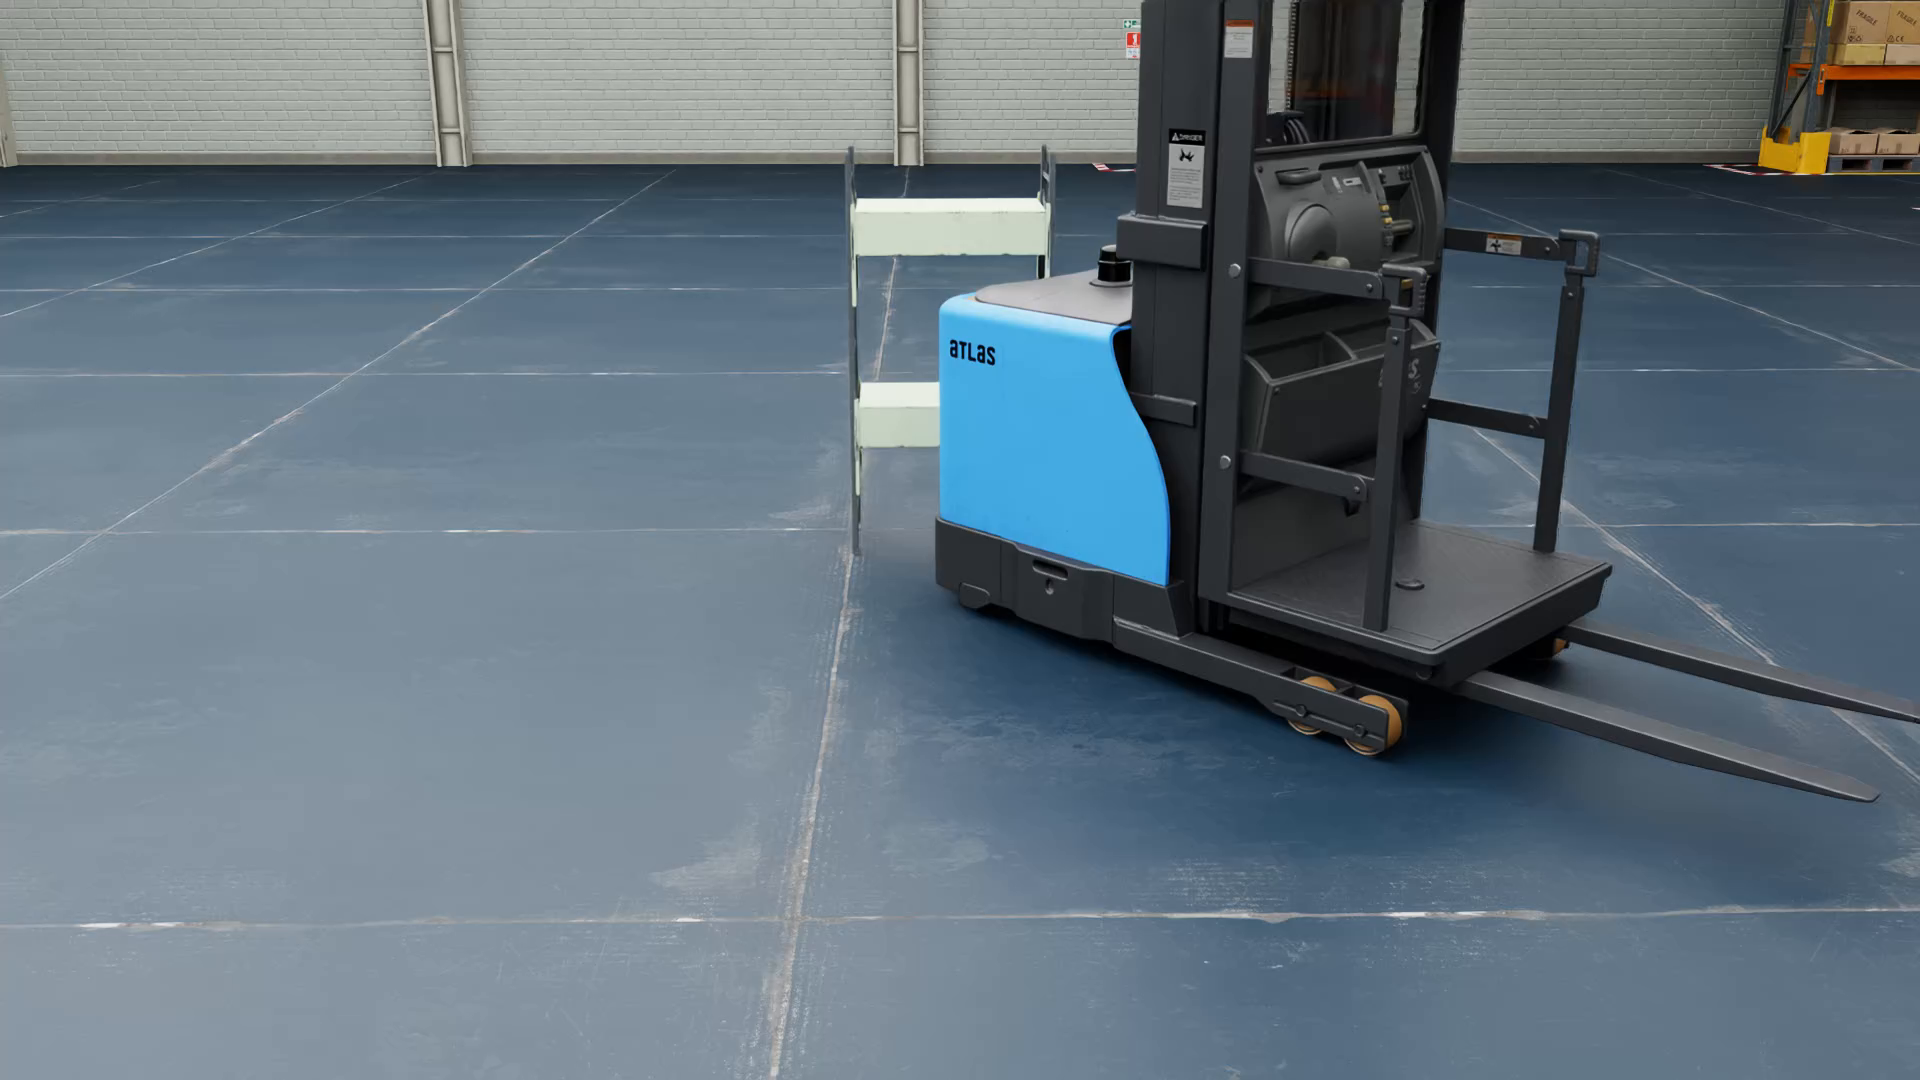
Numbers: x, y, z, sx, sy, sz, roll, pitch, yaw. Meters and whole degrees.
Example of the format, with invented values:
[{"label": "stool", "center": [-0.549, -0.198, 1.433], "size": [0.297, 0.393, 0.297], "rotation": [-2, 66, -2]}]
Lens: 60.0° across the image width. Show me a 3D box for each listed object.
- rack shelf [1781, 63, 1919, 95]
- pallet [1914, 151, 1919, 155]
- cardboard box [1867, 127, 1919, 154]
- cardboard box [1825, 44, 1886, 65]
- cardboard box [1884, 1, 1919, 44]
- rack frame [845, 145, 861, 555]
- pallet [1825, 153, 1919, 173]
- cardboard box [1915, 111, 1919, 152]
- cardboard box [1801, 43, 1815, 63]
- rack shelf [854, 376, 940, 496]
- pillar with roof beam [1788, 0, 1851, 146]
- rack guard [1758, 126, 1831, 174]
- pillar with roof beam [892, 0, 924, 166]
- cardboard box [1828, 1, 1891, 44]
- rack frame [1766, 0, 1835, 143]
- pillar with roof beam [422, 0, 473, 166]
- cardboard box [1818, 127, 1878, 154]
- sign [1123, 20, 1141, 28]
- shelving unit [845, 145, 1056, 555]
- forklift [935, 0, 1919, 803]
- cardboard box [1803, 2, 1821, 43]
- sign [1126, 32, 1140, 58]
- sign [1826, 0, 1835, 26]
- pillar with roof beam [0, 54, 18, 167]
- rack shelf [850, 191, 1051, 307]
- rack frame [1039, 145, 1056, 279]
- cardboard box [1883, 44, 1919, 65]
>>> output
[{"label": "rack shelf", "center": [12.635, -5.873, 21.122], "size": [4.000, 0.370, 1.077], "rotation": [0, 18, -1]}, {"label": "pallet", "center": [12.741, -4.876, 21.403], "size": [1.213, 0.211, 1.003], "rotation": [0, 18, -1]}, {"label": "cardboard box", "center": [11.898, -5.113, 21.258], "size": [0.500, 0.311, 0.500], "rotation": [1, 18, 4]}, {"label": "cardboard box", "center": [11.128, -6.049, 20.707], "size": [0.500, 0.250, 0.500], "rotation": [-1, 18, -2]}, {"label": "cardboard box", "center": [11.611, -6.411, 20.606], "size": [0.500, 0.500, 0.500], "rotation": [0, 18, -1]}, {"label": "rack frame", "center": [-0.406, -0.718, 6.329], "size": [0.023, 1.500, 0.400], "rotation": [-1, 18, -2]}, {"label": "pallet", "center": [11.524, -4.871, 21.387], "size": [1.213, 0.211, 1.003], "rotation": [0, 18, -1]}, {"label": "cardboard box", "center": [12.632, -5.192, 21.193], "size": [0.500, 0.500, 0.700], "rotation": [-1, 18, -4]}, {"label": "cardboard box", "center": [11.099, -6.205, 21.193], "size": [0.500, 0.250, 0.500], "rotation": [0, 18, 0]}, {"label": "rack shelf", "center": [-0.040, -0.411, 6.441], "size": [0.720, 0.370, 0.431], "rotation": [-1, 18, -2]}, {"label": "pillar with roof beam", "center": [11.389, -8.015, 16.801], "size": [0.400, 9.000, 9.100], "rotation": [0, 18, -1]}, {"label": "rack guard", "center": [10.711, -5.016, 21.365], "size": [0.348, 0.500, 1.175], "rotation": [0, 18, -1]}, {"label": "pillar with roof beam", "center": [-0.609, -7.957, 16.620], "size": [0.400, 9.000, 9.100], "rotation": [0, 18, -1]}, {"label": "cardboard box", "center": [11.117, -6.411, 20.608], "size": [0.500, 0.500, 0.500], "rotation": [0, 18, -1]}, {"label": "rack frame", "center": [10.635, -6.206, 20.982], "size": [0.127, 3.000, 1.000], "rotation": [0, 18, -1]}, {"label": "pillar with roof beam", "center": [-6.609, -7.928, 16.530], "size": [0.400, 9.000, 9.100], "rotation": [0, 18, -1]}, {"label": "cardboard box", "center": [11.328, -5.111, 21.250], "size": [0.500, 0.311, 0.500], "rotation": [-2, 18, -7]}, {"label": "sign", "center": [2.301, -6.739, 21.720], "size": [0.331, 0.109, 0.001], "rotation": [0, 18, -1]}, {"label": "shelving unit", "center": [-0.040, -0.721, 6.341], "size": [0.755, 1.500, 0.431], "rotation": [-1, 18, -2]}, {"label": "forklift", "center": [1.310, -0.969, 4.771], "size": [1.130, 2.935, 3.031], "rotation": [-17, 24, -42]}, {"label": "cardboard box", "center": [11.103, -6.568, 21.096], "size": [0.500, 0.500, 0.500], "rotation": [0, 18, -1]}, {"label": "sign", "center": [2.296, -6.490, 21.809], "size": [0.234, 0.329, 0.001], "rotation": [0, 18, -1]}, {"label": "sign", "center": [10.644, -6.452, 20.333], "size": [0.005, 0.325, 0.100], "rotation": [0, 18, -1]}, {"label": "pillar with roof beam", "center": [-12.608, -7.899, 16.440], "size": [0.400, 9.000, 9.100], "rotation": [0, 18, -1]}, {"label": "rack shelf", "center": [-0.040, -1.093, 6.222], "size": [0.720, 0.370, 0.431], "rotation": [-1, 18, -2]}, {"label": "rack frame", "center": [0.326, -0.725, 6.353], "size": [0.023, 1.500, 0.400], "rotation": [-1, 18, -2]}, {"label": "cardboard box", "center": [11.647, -6.056, 20.728], "size": [0.500, 0.250, 0.500], "rotation": [-1, 18, -3]}]
